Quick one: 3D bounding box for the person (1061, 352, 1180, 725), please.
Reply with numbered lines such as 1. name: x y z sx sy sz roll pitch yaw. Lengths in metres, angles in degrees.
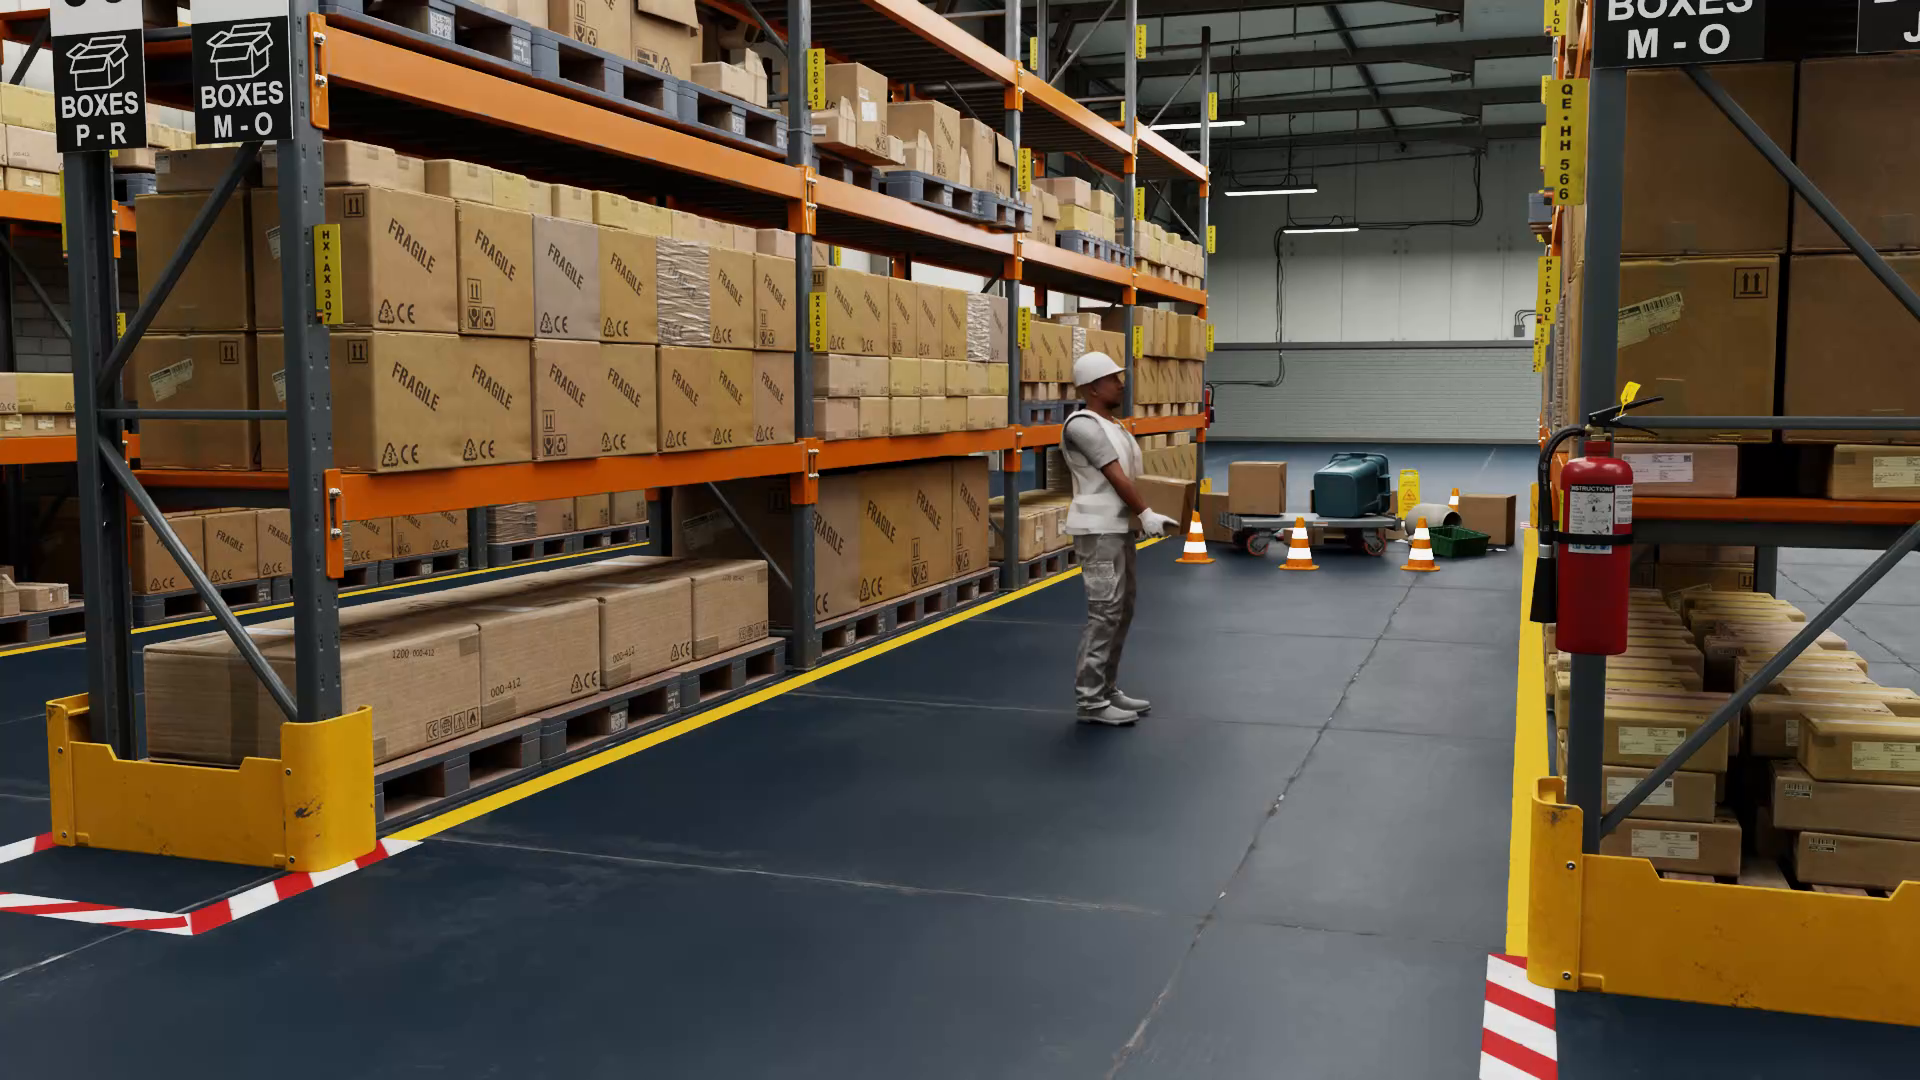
1. person: 0.804 -0.016 8.035 0.584 1.778 0.487 2 5 19
